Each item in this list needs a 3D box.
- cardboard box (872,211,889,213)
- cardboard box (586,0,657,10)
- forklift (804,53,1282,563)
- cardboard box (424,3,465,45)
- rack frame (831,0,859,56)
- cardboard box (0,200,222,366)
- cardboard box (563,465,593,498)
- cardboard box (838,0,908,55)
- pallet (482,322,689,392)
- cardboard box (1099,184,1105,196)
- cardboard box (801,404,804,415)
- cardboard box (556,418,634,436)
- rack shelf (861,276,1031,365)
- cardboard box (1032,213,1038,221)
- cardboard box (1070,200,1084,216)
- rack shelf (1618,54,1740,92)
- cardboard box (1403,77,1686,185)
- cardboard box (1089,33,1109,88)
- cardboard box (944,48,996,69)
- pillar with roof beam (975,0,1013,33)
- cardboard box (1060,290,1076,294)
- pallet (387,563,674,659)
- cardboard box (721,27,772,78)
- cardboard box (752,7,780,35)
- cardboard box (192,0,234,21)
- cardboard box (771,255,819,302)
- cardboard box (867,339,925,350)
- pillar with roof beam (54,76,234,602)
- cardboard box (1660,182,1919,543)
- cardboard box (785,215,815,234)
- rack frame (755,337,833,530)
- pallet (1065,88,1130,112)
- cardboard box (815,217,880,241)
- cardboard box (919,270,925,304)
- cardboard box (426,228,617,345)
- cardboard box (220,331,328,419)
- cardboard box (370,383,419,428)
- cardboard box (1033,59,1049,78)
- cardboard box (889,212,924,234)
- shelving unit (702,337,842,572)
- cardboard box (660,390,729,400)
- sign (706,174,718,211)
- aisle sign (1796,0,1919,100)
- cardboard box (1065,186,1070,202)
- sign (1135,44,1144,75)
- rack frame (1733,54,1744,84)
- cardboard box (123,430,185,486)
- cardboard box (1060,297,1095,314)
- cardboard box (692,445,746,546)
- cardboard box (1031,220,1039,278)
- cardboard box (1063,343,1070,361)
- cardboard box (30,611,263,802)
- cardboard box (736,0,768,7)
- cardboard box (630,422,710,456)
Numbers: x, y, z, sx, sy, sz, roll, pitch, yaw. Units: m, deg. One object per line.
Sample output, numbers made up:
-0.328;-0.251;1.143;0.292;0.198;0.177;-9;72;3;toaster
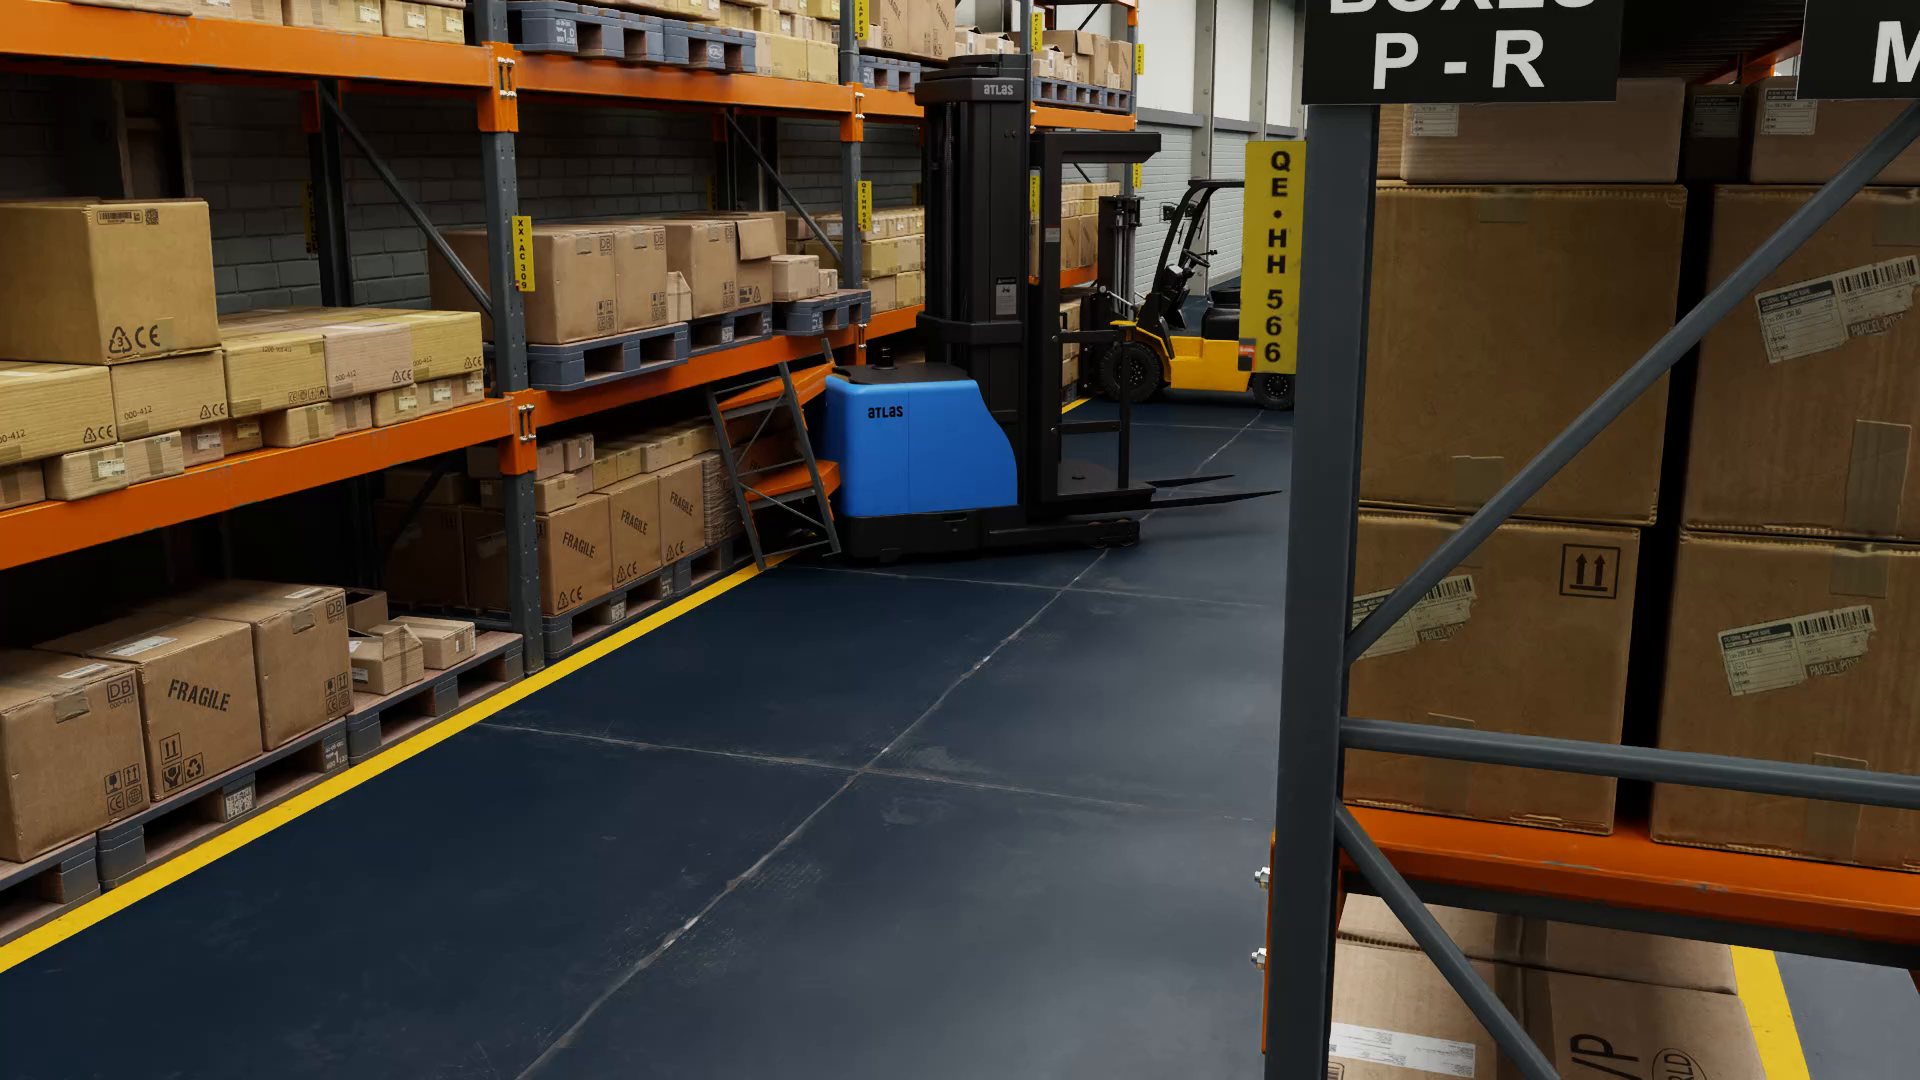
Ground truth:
-0.757;-2.492;12.982;0.380;0.149;0.250;5;14;20;cardboard box
-1.702;-2.664;8.074;0.380;0.149;0.250;5;14;19;cardboard box
0.582;-1.479;10.383;3.031;2.935;1.130;-5;14;-21;forklift
-2.280;-2.120;6.858;0.380;0.149;0.250;4;14;18;cardboard box
-1.149;-4.644;10.611;1.000;3.000;0.127;4;14;18;rack frame
-2.851;-0.864;5.517;0.500;0.500;0.500;5;14;20;cardboard box
-2.059;-0.299;8.275;0.380;0.149;0.250;4;13;17;cardboard box
-0.684;-3.619;11.468;0.500;0.500;0.500;4;14;19;cardboard box
-2.082;-0.944;8.313;1.003;0.211;1.213;4;14;18;pallet
1.283;-3.602;17.177;0.380;0.149;0.250;5;14;20;cardboard box
-1.128;-0.840;10.641;0.380;0.149;0.250;4;13;15;cardboard box
-2.108;-0.604;9.610;0.380;0.149;0.250;4;13;16;cardboard box
-0.502;-1.790;13.204;1.077;0.370;4.000;4;14;18;rack shelf
0.497;-2.974;15.097;0.380;0.149;0.250;4;13;18;cardboard box
1.016;-3.299;16.517;0.380;0.149;0.250;4;13;17;cardboard box
2.902;-2.053;7.618;1.077;0.370;4.000;4;14;18;rack shelf
0.887;-0.621;2.536;0.380;0.149;0.250;5;14;19;cardboard box
1.101;-4.849;16.858;0.700;0.500;0.500;4;14;19;cardboard box
0.076;-3.901;13.495;0.380;0.149;0.250;4;14;18;cardboard box
4.434;-5.937;16.275;9.100;9.000;0.400;4;14;18;pillar with roof beam
0.946;-2.562;17.961;0.500;0.250;0.500;4;14;18;cardboard box
-2.216;0.309;8.662;1.003;0.211;1.213;4;14;18;pallet
-1.409;-2.772;9.486;0.500;0.250;0.500;4;14;18;cardboard box
-1.287;-3.049;9.804;0.380;0.149;0.250;4;14;18;cardboard box
-2.731;-1.854;5.692;0.380;0.149;0.250;4;14;19;cardboard box
-1.184;-1.605;10.174;0.500;0.250;0.500;4;13;16;cardboard box
-0.272;-1.335;13.988;0.875;0.625;0.625;4;14;18;cardboard box
0.552;-3.410;5.205;9.100;9.000;0.400;4;14;18;pillar with roof beam
1.385;-0.295;2.567;0.500;0.500;0.500;4;13;17;cardboard box
-1.257;-2.230;11.836;0.380;0.149;0.250;5;14;20;cardboard box
-0.906;-0.654;10.361;0.500;1.125;0.032;-13;12;12;rack frame
1.186;-4.676;17.691;1.003;0.211;1.213;4;14;18;pallet
-0.767;-2.130;11.397;0.380;0.149;0.250;5;14;20;cardboard box
-0.447;-1.936;12.568;0.500;0.250;0.500;4;13;17;cardboard box
-2.075;-1.216;7.907;0.700;0.500;0.500;5;14;20;cardboard box
-2.699;-0.613;6.103;0.500;0.250;0.500;4;14;18;cardboard box
-2.433;-0.556;6.749;0.380;0.149;0.250;5;14;20;cardboard box
0.577;-4.227;14.923;0.380;0.149;0.250;5;14;20;cardboard box
-0.360;-2.403;12.591;0.380;0.149;0.250;5;14;20;cardboard box
-0.984;-0.531;9.874;0.538;1.125;1.048;-13;12;12;shelving unit
-1.724;-0.880;10.819;0.380;0.149;0.250;5;14;20;cardboard box
-1.676;-2.323;11.322;0.100;0.325;0.005;4;14;18;sign
1.211;-0.909;1.890;0.394;0.787;0.004;4;14;18;aisle sign
0.841;-3.336;16.014;0.380;0.149;0.250;4;13;18;cardboard box
1.948;-5.217;18.051;0.100;0.325;0.005;4;14;18;sign
2.254;-0.520;6.027;1.000;3.000;0.127;4;14;18;rack frame
-2.842;-0.286;5.566;0.380;0.149;0.250;5;14;20;cardboard box
1.101;-2.315;16.877;0.500;0.250;0.500;4;13;17;cardboard box
-1.572;-0.275;9.625;0.500;0.500;0.500;4;13;16;cardboard box
0.536;-2.685;15.285;0.500;0.500;0.500;4;13;17;cardboard box
0.755;-1.855;15.987;0.500;0.250;0.500;4;14;18;cardboard box
-2.871;0.576;5.897;0.500;0.500;0.500;5;14;19;cardboard box
-1.321;-3.134;9.510;0.380;0.149;0.250;4;13;17;cardboard box
-1.653;-0.574;9.478;0.380;0.149;0.250;4;14;19;cardboard box
